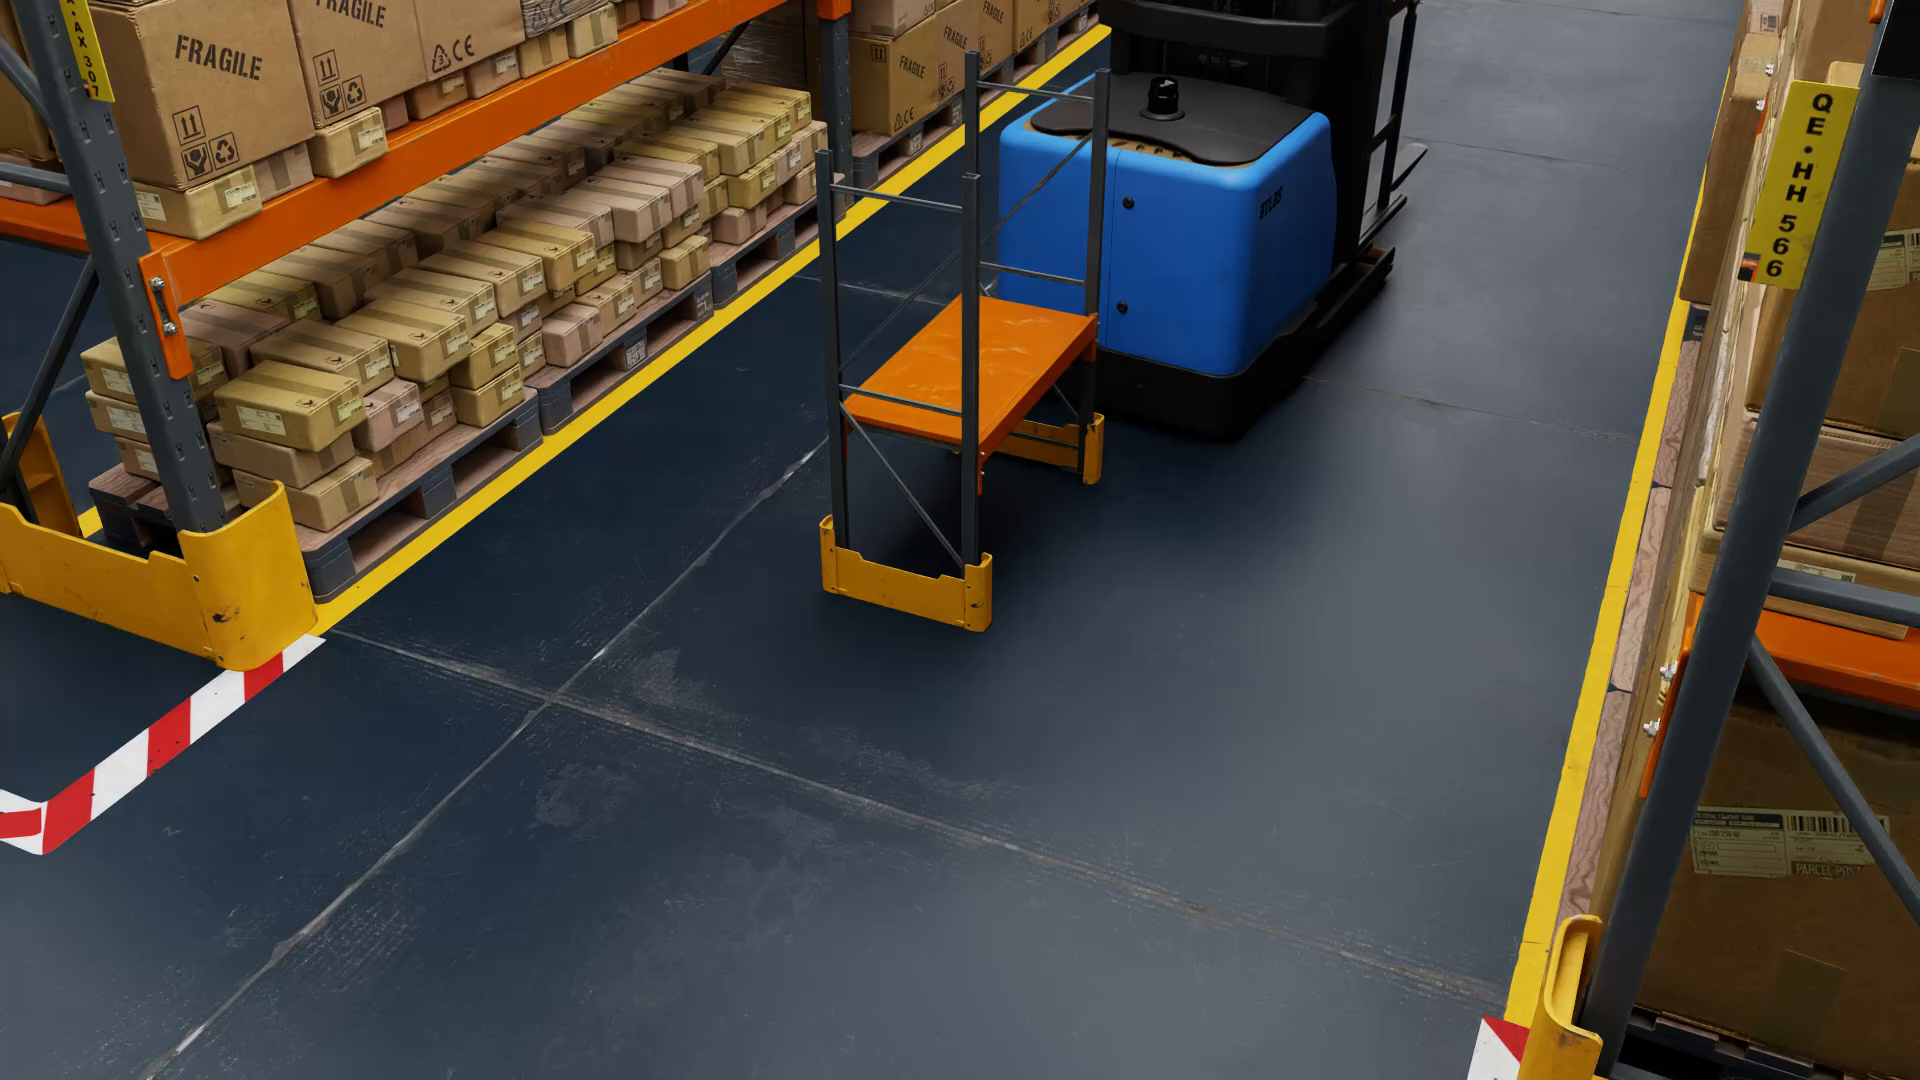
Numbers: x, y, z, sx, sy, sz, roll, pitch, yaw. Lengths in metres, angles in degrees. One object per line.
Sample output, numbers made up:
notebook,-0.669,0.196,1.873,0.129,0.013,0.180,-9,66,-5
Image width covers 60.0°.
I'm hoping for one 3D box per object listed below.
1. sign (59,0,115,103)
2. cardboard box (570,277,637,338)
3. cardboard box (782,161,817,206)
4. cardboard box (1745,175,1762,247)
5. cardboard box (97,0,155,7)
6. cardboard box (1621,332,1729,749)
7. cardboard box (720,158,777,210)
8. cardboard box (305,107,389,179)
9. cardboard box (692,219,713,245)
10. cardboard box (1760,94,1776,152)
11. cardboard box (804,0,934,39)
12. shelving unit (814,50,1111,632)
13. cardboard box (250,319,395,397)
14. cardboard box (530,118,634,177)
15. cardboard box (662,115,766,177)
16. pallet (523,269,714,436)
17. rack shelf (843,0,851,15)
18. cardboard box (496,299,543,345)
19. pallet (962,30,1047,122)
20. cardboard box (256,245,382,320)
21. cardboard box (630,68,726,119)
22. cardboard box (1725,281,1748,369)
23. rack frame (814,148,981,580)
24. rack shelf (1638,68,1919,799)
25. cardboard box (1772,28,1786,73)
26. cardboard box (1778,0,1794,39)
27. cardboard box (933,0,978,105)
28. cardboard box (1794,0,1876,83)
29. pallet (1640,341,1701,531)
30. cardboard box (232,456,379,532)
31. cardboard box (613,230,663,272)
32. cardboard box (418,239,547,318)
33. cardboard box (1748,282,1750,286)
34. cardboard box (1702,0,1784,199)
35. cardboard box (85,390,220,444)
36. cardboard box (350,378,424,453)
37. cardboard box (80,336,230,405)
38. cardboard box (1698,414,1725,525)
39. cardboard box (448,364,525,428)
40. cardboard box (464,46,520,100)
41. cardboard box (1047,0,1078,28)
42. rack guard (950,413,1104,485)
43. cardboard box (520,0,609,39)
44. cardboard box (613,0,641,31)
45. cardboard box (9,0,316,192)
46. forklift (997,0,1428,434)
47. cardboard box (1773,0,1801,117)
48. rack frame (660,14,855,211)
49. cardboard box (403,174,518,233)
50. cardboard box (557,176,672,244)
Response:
sign,-2.186,-1.255,4.139,0.100,0.325,0.005,14,36,20
cardboard box,-1.534,-0.962,6.699,0.380,0.149,0.250,14,36,21
cardboard box,-0.860,-1.720,7.854,0.380,0.149,0.250,15,36,21
cardboard box,2.380,-0.869,4.569,0.380,0.149,0.250,13,35,19
cardboard box,-2.250,-1.765,4.431,0.500,0.500,0.500,14,36,20
cardboard box,2.359,0.093,4.427,0.875,0.875,0.875,14,36,20
cardboard box,-1.047,-1.613,7.420,0.380,0.149,0.250,13,35,19
cardboard box,-2.016,-1.257,5.160,0.380,0.149,0.250,13,35,19
cardboard box,-1.317,-1.360,7.305,0.380,0.149,0.250,13,36,19
cardboard box,2.703,-1.252,5.153,0.380,0.149,0.250,13,35,19
cardboard box,-0.457,-2.761,8.438,0.500,0.250,0.500,13,35,18
shelving unit,0.032,-0.665,5.397,0.587,1.500,1.083,14,36,20
cardboard box,-2.145,-0.598,5.600,0.380,0.149,0.250,15,36,21
cardboard box,-1.656,-1.722,7.315,0.380,0.149,0.250,13,36,19
cardboard box,-1.087,-1.743,7.347,0.380,0.149,0.250,14,36,20
pallet,-1.764,-0.891,6.917,1.003,0.211,1.213,14,36,20
rack shelf,-0.169,-3.705,9.321,1.077,0.370,4.000,14,36,20
cardboard box,-1.808,-0.850,6.256,0.380,0.149,0.250,12,35,18
pallet,-0.172,-2.842,9.891,1.003,0.211,1.213,14,36,20
cardboard box,-2.372,-0.956,6.147,0.380,0.149,0.250,13,35,19
cardboard box,-1.338,-2.118,7.919,0.380,0.149,0.250,16,36,22
cardboard box,2.059,-0.486,3.985,0.380,0.149,0.250,13,36,19
rack frame,-0.177,-0.417,5.017,0.500,1.500,0.032,14,36,20
rack shelf,2.620,-0.525,4.471,1.077,0.370,4.000,14,36,20
cardboard box,3.031,-1.646,5.753,0.380,0.149,0.250,14,36,21
cardboard box,3.405,-2.159,6.216,0.500,0.500,0.500,14,36,21
cardboard box,-0.236,-2.711,9.046,0.500,0.500,0.500,16,36,23
cardboard box,2.598,-1.513,4.504,0.500,0.500,0.500,13,35,19
pallet,3.068,-0.295,6.007,1.003,0.211,1.213,14,36,20
cardboard box,-2.169,-0.189,5.519,0.380,0.149,0.250,15,36,21
cardboard box,-1.460,-1.250,6.867,0.380,0.149,0.250,12,35,18
cardboard box,-1.770,-0.972,6.172,0.380,0.149,0.250,16,36,22
cardboard box,2.171,-0.699,3.947,0.500,0.250,0.500,13,35,19
cardboard box,4.080,-1.877,7.432,1.225,0.875,0.875,13,35,19
cardboard box,-2.718,-0.454,5.652,0.380,0.149,0.250,13,36,19
cardboard box,-2.061,-0.451,5.648,0.380,0.149,0.250,14,36,20
cardboard box,-2.688,-0.572,5.561,0.380,0.149,0.250,15,36,21
cardboard box,1.741,-0.107,3.407,0.380,0.149,0.250,15,36,21
cardboard box,-1.830,-0.565,6.093,0.380,0.149,0.250,15,36,21
cardboard box,-1.767,-1.663,5.780,0.380,0.149,0.250,13,36,20
cardboard box,0.409,-3.487,10.229,0.500,0.500,0.500,16,36,22
rack guard,0.240,-0.391,6.118,0.587,0.250,0.087,14,36,20
cardboard box,-1.615,-2.113,5.874,0.500,0.500,0.500,13,36,19
cardboard box,-1.459,-2.057,6.380,0.380,0.149,0.250,14,36,20
cardboard box,-2.240,-1.344,4.702,0.500,0.500,0.500,16,36,23
forklift,1.305,-2.402,6.740,1.130,2.935,3.031,18,37,25
cardboard box,2.810,-1.463,5.111,0.500,0.250,0.500,14,36,20
rack frame,-1.006,-3.010,7.605,1.000,3.000,0.127,14,36,20
cardboard box,-2.015,-1.346,6.741,0.380,0.149,0.250,14,36,21
cardboard box,-1.397,-1.339,6.730,0.380,0.149,0.250,13,35,19
